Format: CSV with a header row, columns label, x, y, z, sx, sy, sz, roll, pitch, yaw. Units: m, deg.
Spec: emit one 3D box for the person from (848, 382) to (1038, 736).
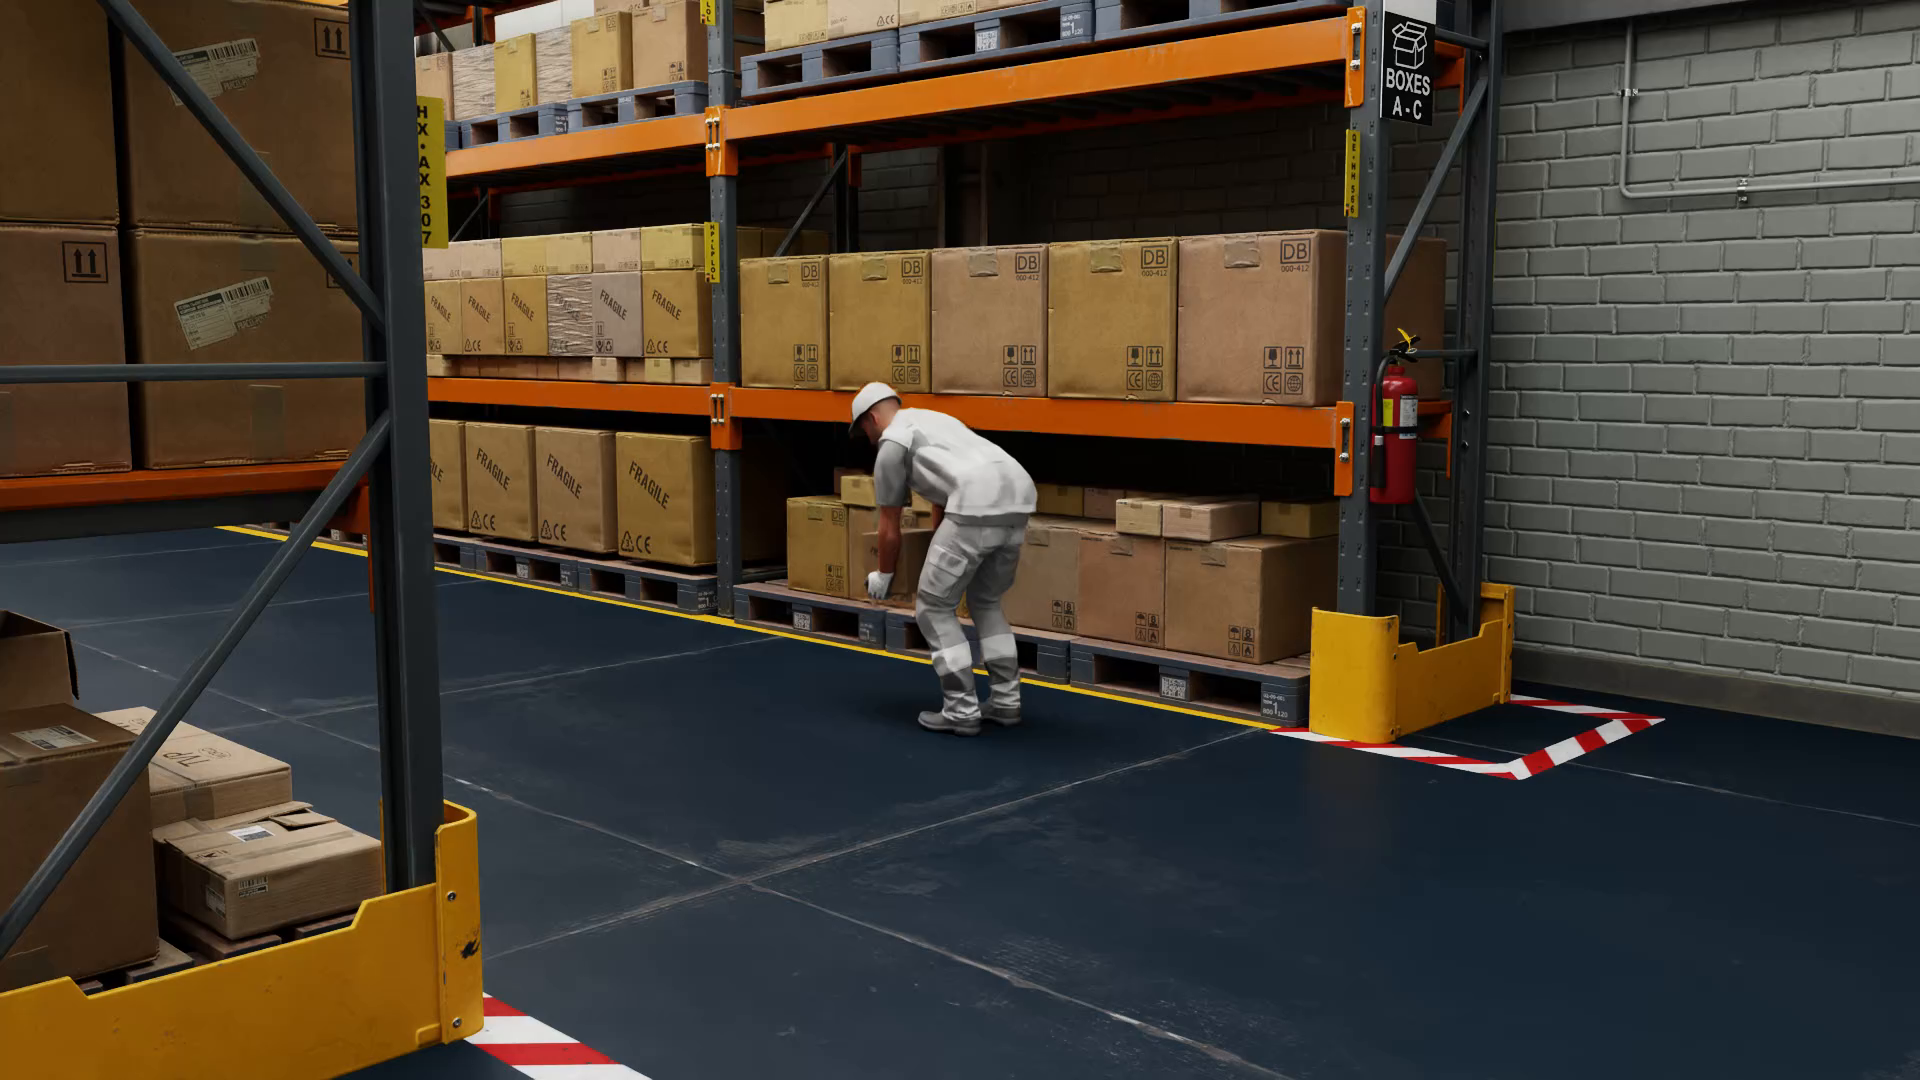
label,x,y,z,sx,sy,sz,roll,pitch,yaw
person,-0.097,0.052,6.848,0.888,1.392,0.498,6,9,42
